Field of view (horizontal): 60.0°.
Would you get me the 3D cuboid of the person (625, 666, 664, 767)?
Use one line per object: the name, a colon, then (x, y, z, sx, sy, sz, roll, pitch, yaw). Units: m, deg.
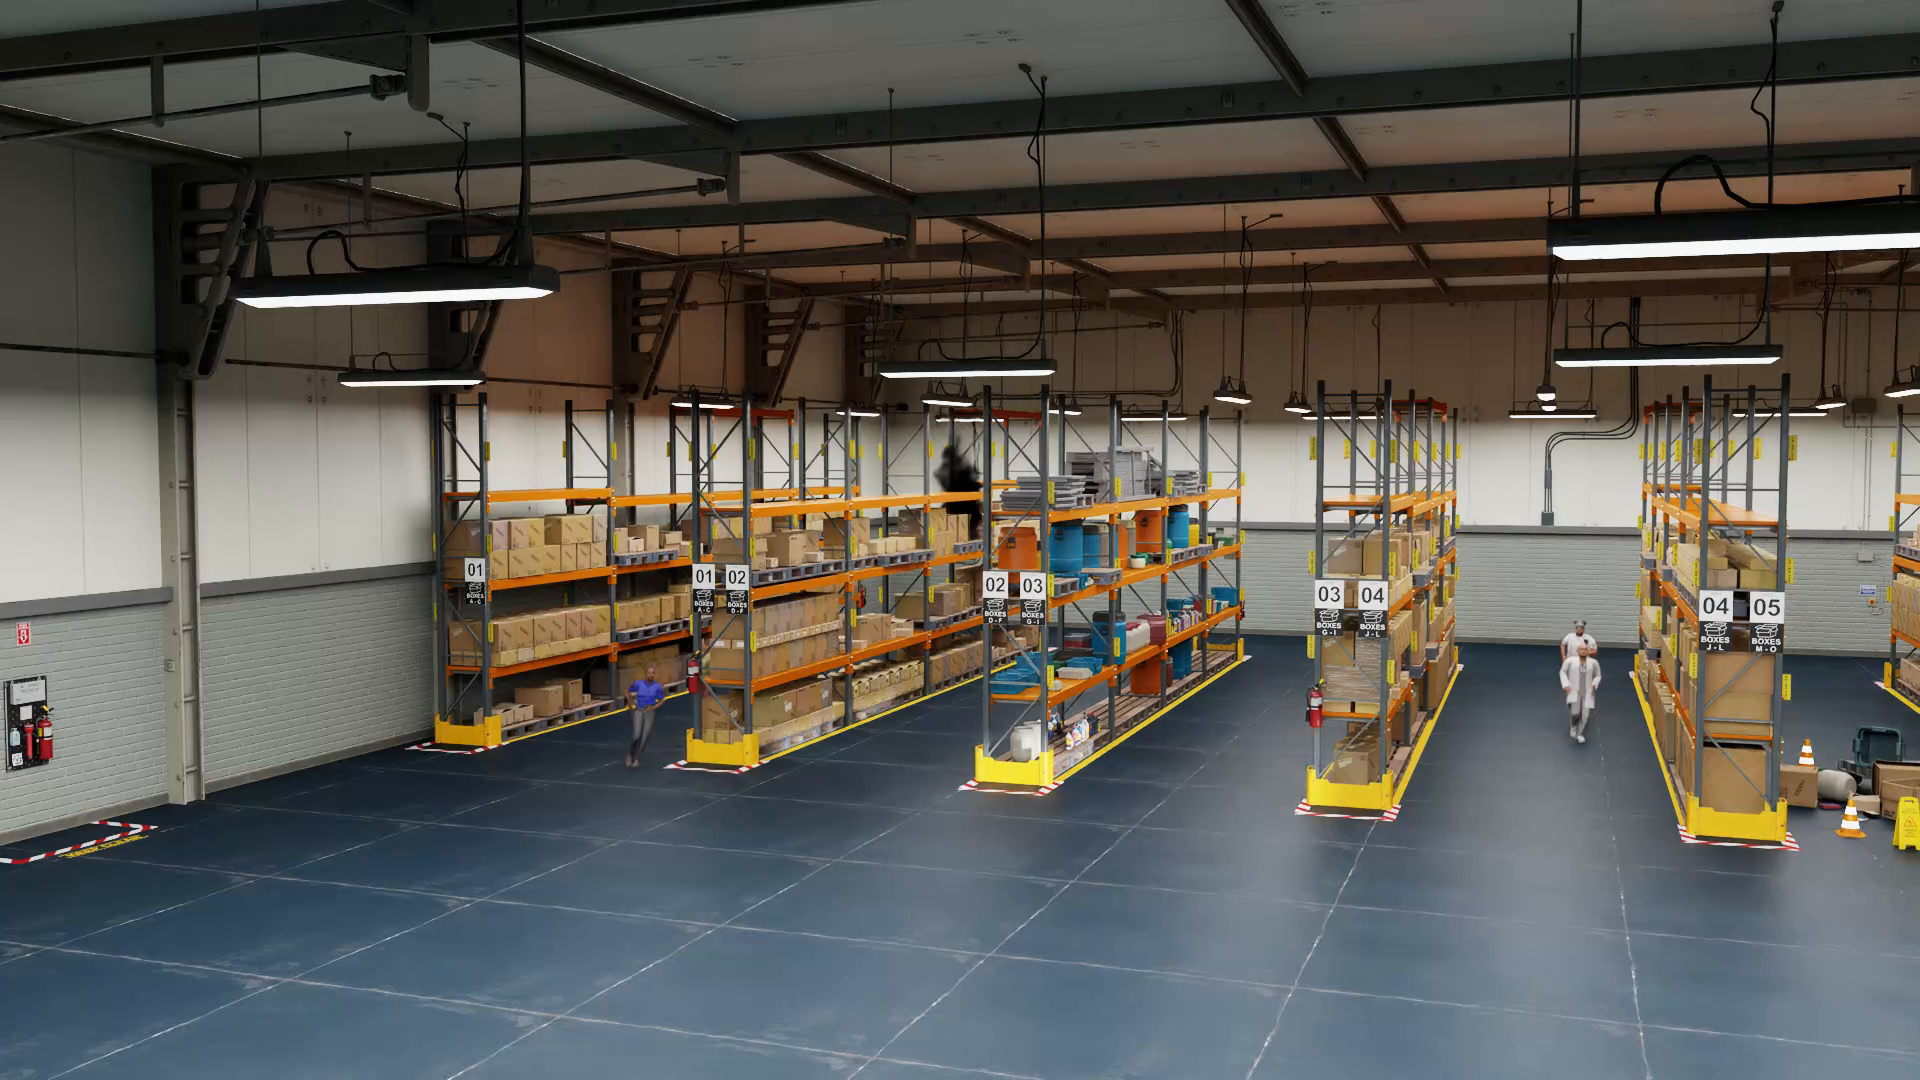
person: (-4.996, 2.839, 26.324, 0.613, 1.509, 0.589, -1, 3, -18)

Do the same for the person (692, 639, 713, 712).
person: (-4.567, 2.597, 29.811, 0.591, 1.667, 0.850, 1, 3, 20)

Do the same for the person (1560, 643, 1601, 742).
person: (10.659, 2.628, 28.530, 0.660, 1.715, 0.653, 1, 3, 12)

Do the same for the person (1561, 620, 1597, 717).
person: (11.784, 2.420, 31.677, 0.646, 1.816, 0.891, 1, 3, 20)

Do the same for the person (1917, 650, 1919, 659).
person: (21.135, 2.284, 36.225, 0.561, 1.547, 0.754, 3, 4, 43)
